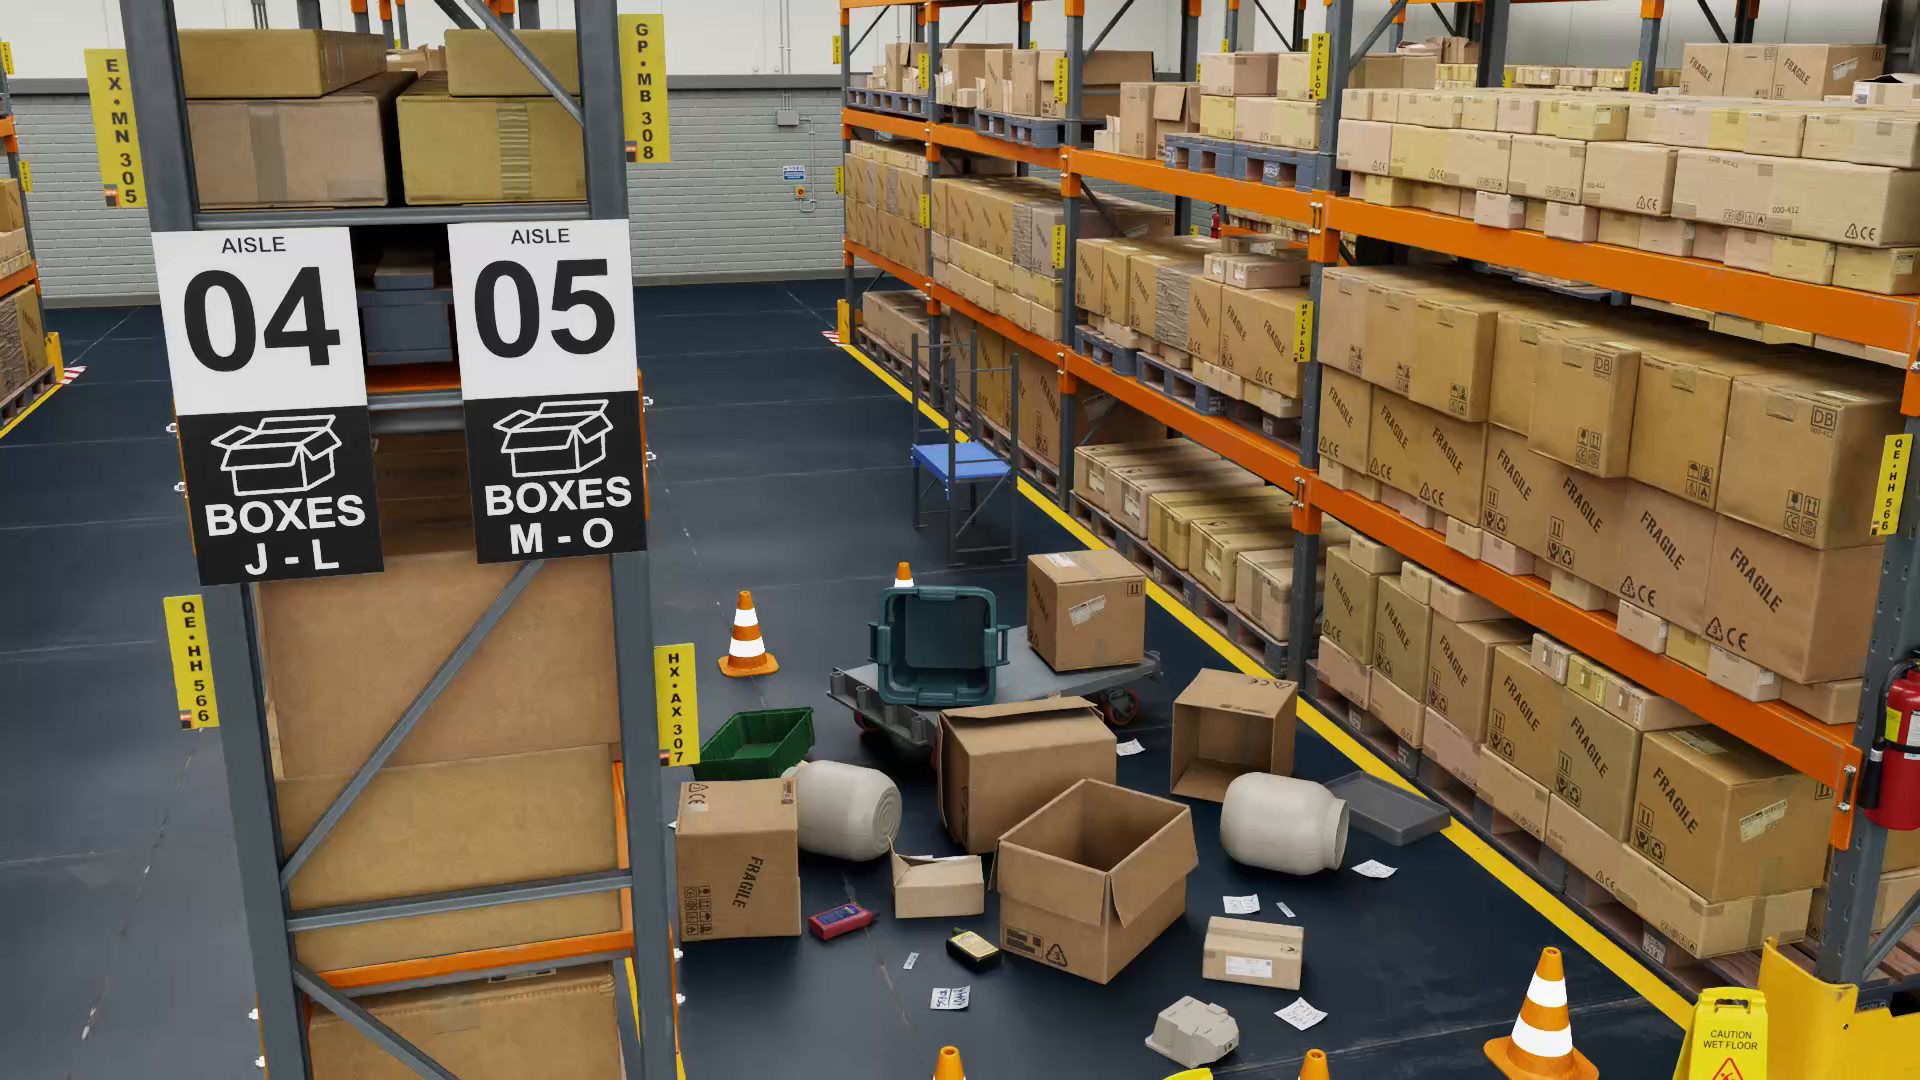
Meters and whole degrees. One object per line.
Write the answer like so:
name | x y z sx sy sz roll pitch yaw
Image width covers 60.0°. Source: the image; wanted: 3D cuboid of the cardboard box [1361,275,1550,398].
cardboard box | 2.414 -1.000 8.137 0.700 0.500 0.500 -5 17 -15

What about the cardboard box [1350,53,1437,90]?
cardboard box | 2.460 -2.748 9.834 0.500 0.250 0.500 -5 17 -16

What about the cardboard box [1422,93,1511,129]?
cardboard box | 2.365 -1.979 7.664 0.380 0.149 0.250 -5 17 -16

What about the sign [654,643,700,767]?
sign | -0.715 0.419 4.202 0.100 0.325 0.005 -5 17 -15

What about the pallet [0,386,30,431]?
pallet | -9.818 -1.261 16.282 1.003 0.211 1.213 -5 17 -15

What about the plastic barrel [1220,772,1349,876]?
plastic barrel | 1.458 1.276 7.467 0.512 0.421 0.421 7 18 23

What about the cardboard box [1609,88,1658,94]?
cardboard box | 5.725 -3.747 14.065 0.380 0.149 0.250 -4 17 -14

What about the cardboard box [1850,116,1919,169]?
cardboard box | 3.105 -1.274 5.317 0.380 0.149 0.250 -5 17 -15

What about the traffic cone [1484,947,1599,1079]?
traffic cone | 2.123 1.692 6.014 0.336 0.463 0.334 -5 17 -15

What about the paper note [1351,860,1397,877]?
paper note | 1.865 1.477 7.481 0.142 0.019 0.148 -12 20 -34

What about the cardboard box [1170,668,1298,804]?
cardboard box | 1.368 0.988 8.291 0.500 0.500 0.500 7 18 23

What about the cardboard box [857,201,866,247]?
cardboard box | -0.894 -3.686 19.336 0.500 0.500 0.500 -5 17 -16

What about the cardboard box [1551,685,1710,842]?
cardboard box | 2.864 0.906 6.969 0.500 0.500 0.500 -4 17 -13

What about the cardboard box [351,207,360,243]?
cardboard box | -1.807 -0.858 4.412 0.380 0.149 0.250 -4 17 -14

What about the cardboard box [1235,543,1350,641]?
cardboard box | 2.236 0.300 10.076 0.950 0.372 0.625 -4 17 -15

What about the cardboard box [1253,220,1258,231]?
cardboard box | 3.902 -3.955 20.843 0.380 0.149 0.250 -5 17 -16

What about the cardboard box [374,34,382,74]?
cardboard box | -2.436 -1.872 6.403 0.380 0.149 0.250 -5 17 -16

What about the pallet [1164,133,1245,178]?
pallet | 2.027 -2.425 10.423 1.213 0.211 1.003 -5 17 -15

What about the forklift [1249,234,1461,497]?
forklift | 3.773 -1.555 12.534 3.031 2.935 1.130 15 22 41

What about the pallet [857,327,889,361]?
pallet | -0.621 -2.381 20.012 1.003 0.211 1.213 -5 17 -15

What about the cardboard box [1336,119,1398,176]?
cardboard box | 2.240 -1.976 8.346 0.500 0.250 0.500 -5 17 -16

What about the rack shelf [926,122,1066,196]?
rack shelf | 0.733 -3.364 14.473 1.077 0.370 4.000 -5 17 -15

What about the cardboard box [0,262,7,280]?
cardboard box | -9.748 -2.673 16.573 0.380 0.149 0.250 -5 17 -16

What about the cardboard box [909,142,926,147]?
cardboard box | -0.380 -4.552 19.354 0.380 0.149 0.250 -5 17 -16

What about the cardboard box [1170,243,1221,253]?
cardboard box | 1.828 -1.864 12.023 0.500 0.500 0.500 -5 17 -16

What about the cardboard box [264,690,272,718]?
cardboard box | -1.568 0.592 5.006 0.875 0.550 0.550 -5 17 -15

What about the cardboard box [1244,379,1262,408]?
cardboard box | 1.920 -0.888 9.901 0.380 0.149 0.250 -5 17 -17

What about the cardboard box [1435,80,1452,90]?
cardboard box | 4.844 -4.456 16.393 0.380 0.149 0.250 -4 17 -14

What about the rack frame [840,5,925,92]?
rack frame | -0.916 -6.805 19.463 1.000 3.000 0.127 -5 17 -15

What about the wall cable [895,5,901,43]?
wall cable | -2.026 -8.415 24.823 2.355 3.000 0.029 -5 17 -15

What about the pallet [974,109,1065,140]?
pallet | 0.745 -3.548 14.163 1.003 0.211 1.213 -4 17 -13

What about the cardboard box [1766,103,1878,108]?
cardboard box | 3.328 -1.597 6.392 0.380 0.149 0.250 -5 17 -16

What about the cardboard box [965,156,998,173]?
cardboard box | 0.260 -3.840 16.982 0.380 0.149 0.250 -4 17 -14

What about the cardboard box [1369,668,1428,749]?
cardboard box | 2.442 0.835 8.508 0.500 0.250 0.500 -4 17 -12

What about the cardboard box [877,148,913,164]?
cardboard box | -0.699 -4.217 18.236 0.380 0.149 0.250 -5 17 -17

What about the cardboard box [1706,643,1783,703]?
cardboard box | 2.997 0.467 6.121 0.380 0.149 0.250 -5 17 -16

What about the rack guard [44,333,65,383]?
rack guard | -10.451 -1.958 18.100 1.175 0.500 0.348 -5 17 -15

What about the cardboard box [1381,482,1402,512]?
cardboard box | 2.382 -0.243 8.482 0.380 0.149 0.250 -5 17 -16

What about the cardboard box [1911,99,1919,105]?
cardboard box | 6.559 -2.851 11.049 0.380 0.149 0.250 -5 17 -15

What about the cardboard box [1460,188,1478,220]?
cardboard box | 2.518 -1.539 7.584 0.380 0.149 0.250 -5 18 -17

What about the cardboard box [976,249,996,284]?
cardboard box | 0.458 -2.425 14.704 0.500 0.250 0.500 -5 17 -17

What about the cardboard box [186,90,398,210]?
cardboard box | -1.653 -0.956 4.047 0.500 0.250 0.500 -4 17 -15

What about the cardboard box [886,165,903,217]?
cardboard box | -0.492 -3.742 17.782 0.500 0.500 0.500 -4 17 -15

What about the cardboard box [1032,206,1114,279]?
cardboard box | 0.889 -2.368 13.209 0.500 0.500 0.500 -5 17 -17

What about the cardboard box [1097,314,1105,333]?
cardboard box | 1.239 -1.614 12.318 0.380 0.149 0.250 -6 18 -19

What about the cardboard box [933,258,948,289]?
cardboard box | 0.051 -2.611 16.190 0.500 0.250 0.500 -5 17 -17

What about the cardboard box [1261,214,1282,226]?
cardboard box | 4.003 -3.969 20.196 0.500 0.250 0.500 -5 17 -16

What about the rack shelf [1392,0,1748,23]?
rack shelf | 5.505 -5.002 15.409 1.077 0.370 4.000 -5 17 -15

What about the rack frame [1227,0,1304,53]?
rack frame | 3.856 -7.198 20.773 1.000 3.000 0.127 -5 17 -15

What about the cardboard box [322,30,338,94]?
cardboard box | -1.736 -1.169 4.063 0.380 0.149 0.250 -5 17 -15

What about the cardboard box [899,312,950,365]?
cardboard box | -0.132 -2.229 18.382 0.875 0.438 0.875 -5 17 -17

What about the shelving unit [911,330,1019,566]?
shelving unit | 0.023 -0.695 12.158 0.538 1.500 1.048 -5 17 -15

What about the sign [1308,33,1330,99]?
sign | 1.849 -2.440 8.564 0.100 0.325 0.005 -5 17 -15
